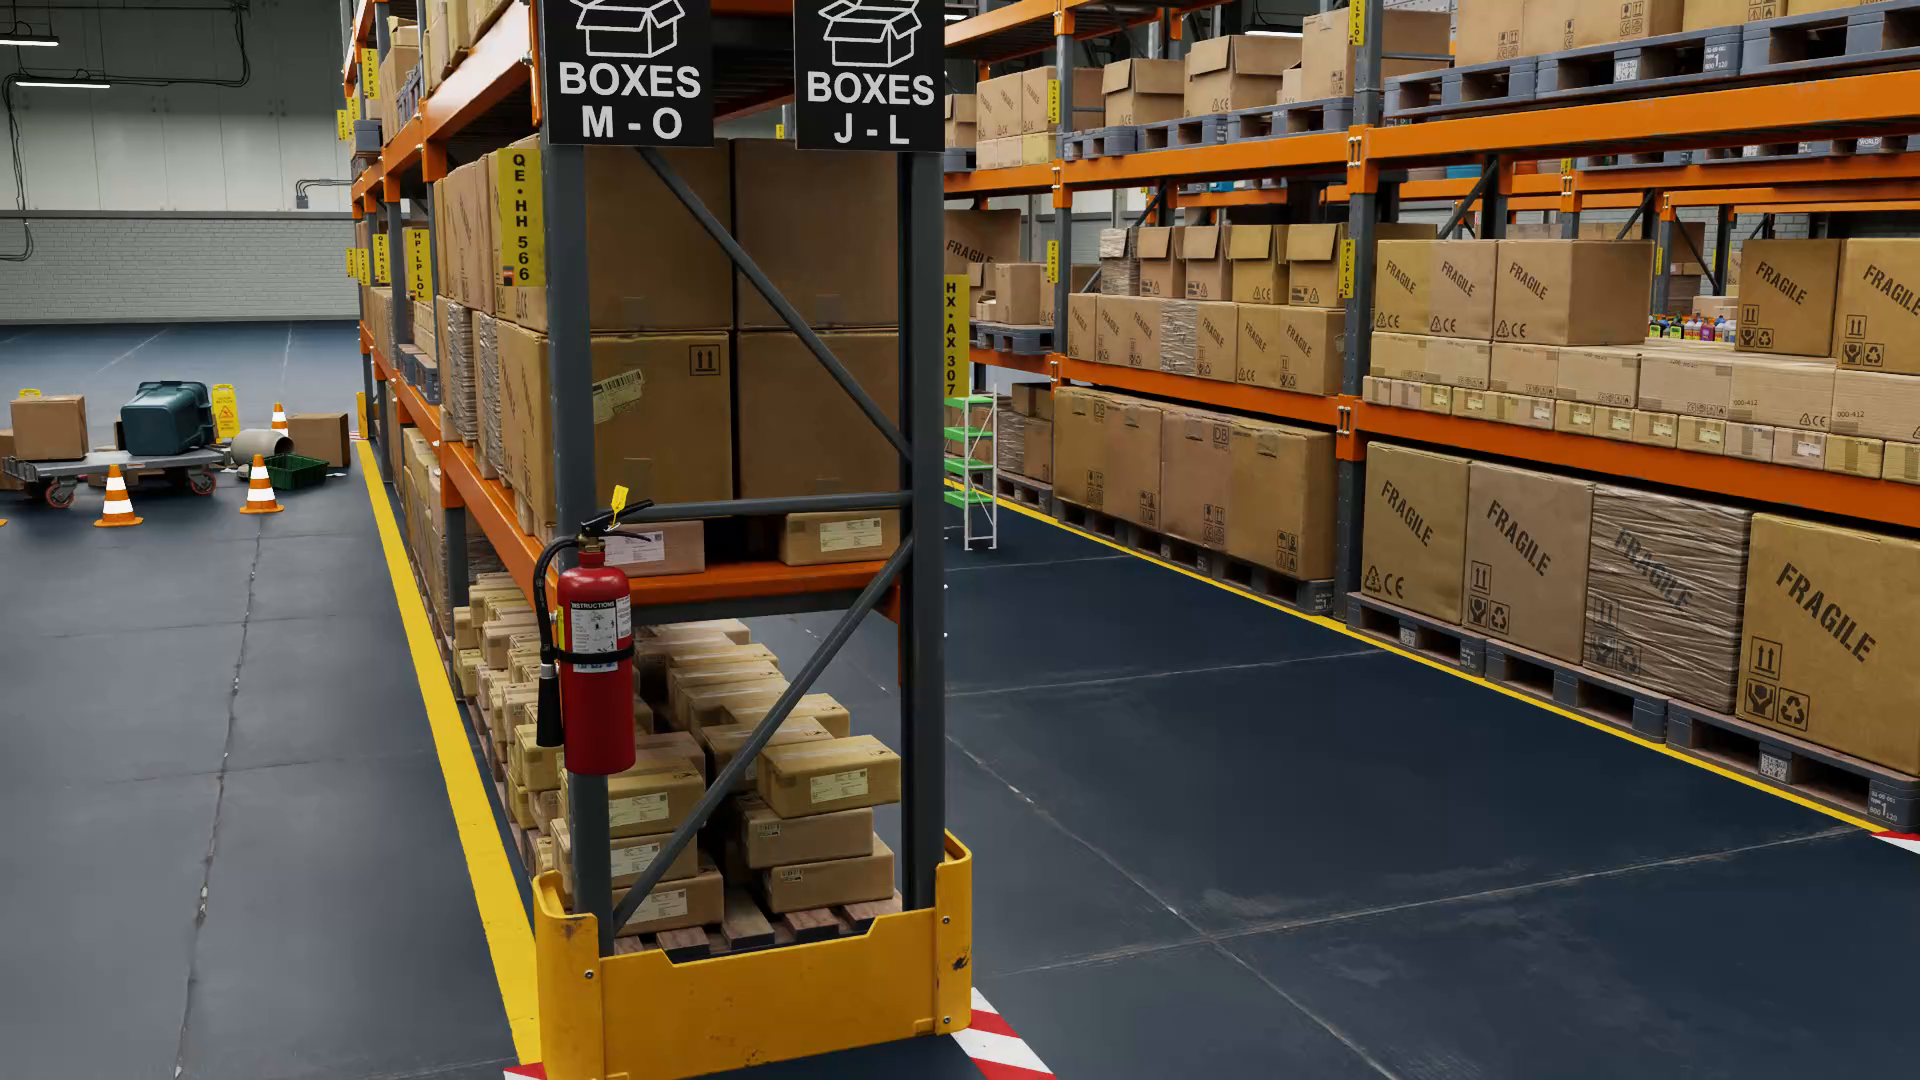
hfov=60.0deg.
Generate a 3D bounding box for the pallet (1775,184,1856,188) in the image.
[{"bbox_3d":[9.729,-3.983,18.222,1.003,0.211,1.213,-3,11,-18],"label":"pallet"}]

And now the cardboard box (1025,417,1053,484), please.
[{"bbox_3d":[0.971,-0.778,14.109,0.700,0.500,0.500,-5,11,-24],"label":"cardboard box"}]

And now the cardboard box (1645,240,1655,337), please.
[{"bbox_3d":[3.275,-1.333,8.784,0.500,0.500,0.500,-4,11,-20],"label":"cardboard box"}]

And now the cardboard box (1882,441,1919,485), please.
[{"bbox_3d":[3.695,-0.292,6.211,0.380,0.149,0.250,-4,11,-20],"label":"cardboard box"}]

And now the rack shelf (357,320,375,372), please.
[{"bbox_3d":[-5.601,-2.011,17.213,1.077,0.370,4.000,-4,11,-21],"label":"rack shelf"}]

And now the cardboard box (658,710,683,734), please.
[{"bbox_3d":[-0.873,0.700,6.011,0.380,0.149,0.250,-4,11,-24],"label":"cardboard box"}]

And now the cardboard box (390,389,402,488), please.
[{"bbox_3d":[-4.222,-0.884,14.051,1.050,0.750,0.750,-4,11,-21],"label":"cardboard box"}]

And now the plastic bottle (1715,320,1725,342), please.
[{"bbox_3d":[6.139,-1.634,13.411,0.097,0.271,0.097,0,10,0],"label":"plastic bottle"}]

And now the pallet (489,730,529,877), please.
[{"bbox_3d":[-1.255,0.947,6.493,1.003,0.211,1.213,-4,11,-21],"label":"pallet"}]

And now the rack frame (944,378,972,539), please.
[{"bbox_3d":[-0.028,-0.604,12.387,0.240,1.200,0.015,-4,11,-21],"label":"rack frame"}]

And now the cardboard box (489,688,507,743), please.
[{"bbox_3d":[-1.576,0.648,6.304,0.380,0.149,0.250,-4,11,-20],"label":"cardboard box"}]

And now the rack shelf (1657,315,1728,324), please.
[{"bbox_3d":[9.742,-2.284,18.750,1.077,0.370,4.000,-4,11,-21],"label":"rack shelf"}]

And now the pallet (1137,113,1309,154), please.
[{"bbox_3d":[1.923,-2.784,11.478,1.003,0.211,1.213,-3,11,-18],"label":"pallet"}]

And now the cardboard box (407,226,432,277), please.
[{"bbox_3d":[-3.581,-2.001,11.963,0.700,0.500,0.500,-4,11,-21],"label":"cardboard box"}]

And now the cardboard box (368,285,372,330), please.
[{"bbox_3d":[-5.613,-2.436,17.121,0.875,0.550,0.500,-4,11,-21],"label":"cardboard box"}]

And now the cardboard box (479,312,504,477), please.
[{"bbox_3d":[-1.305,-0.499,5.525,0.500,0.500,0.500,-4,11,-21],"label":"cardboard box"}]

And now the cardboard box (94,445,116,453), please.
[{"bbox_3d":[-8.546,-0.871,16.895,0.380,0.149,0.250,2,10,9],"label":"cardboard box"}]

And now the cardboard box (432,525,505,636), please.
[{"bbox_3d":[-2.481,0.187,8.745,0.500,0.500,0.500,-4,11,-22],"label":"cardboard box"}]

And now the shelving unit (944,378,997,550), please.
[{"bbox_3d":[0.060,-0.564,12.163,0.258,1.200,0.503,-4,11,-21],"label":"shelving unit"}]

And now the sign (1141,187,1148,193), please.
[{"bbox_3d":[2.435,-4.751,21.973,0.100,0.325,0.005,-4,11,-21],"label":"sign"}]

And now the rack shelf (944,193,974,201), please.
[{"bbox_3d":[-0.942,-3.786,18.627,1.077,0.370,4.000,-4,11,-21],"label":"rack shelf"}]

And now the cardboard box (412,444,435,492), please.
[{"bbox_3d":[-3.052,-0.439,10.117,0.500,0.250,0.500,-4,11,-20],"label":"cardboard box"}]

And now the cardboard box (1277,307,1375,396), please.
[{"bbox_3d":[2.258,-1.139,9.973,0.500,0.500,0.500,-4,11,-21],"label":"cardboard box"}]

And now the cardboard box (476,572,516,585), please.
[{"bbox_3d":[-2.046,0.241,7.744,0.380,0.149,0.250,-3,11,-19],"label":"cardboard box"}]

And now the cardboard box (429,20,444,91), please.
[{"bbox_3d":[-1.866,-1.962,6.749,0.500,0.250,0.500,-4,11,-22],"label":"cardboard box"}]

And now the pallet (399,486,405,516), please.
[{"bbox_3d":[-4.081,-0.345,13.756,1.003,0.211,1.213,-4,11,-21],"label":"pallet"}]

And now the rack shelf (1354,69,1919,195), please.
[{"bbox_3d":[3.407,-1.827,7.616,1.077,0.370,4.000,-4,11,-21],"label":"rack shelf"}]

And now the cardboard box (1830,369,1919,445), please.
[{"bbox_3d":[3.708,-0.513,6.317,0.500,0.250,0.500,-4,11,-22],"label":"cardboard box"}]

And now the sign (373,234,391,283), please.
[{"bbox_3d":[-3.943,-1.920,11.342,0.100,0.325,0.005,-4,11,-21],"label":"sign"}]

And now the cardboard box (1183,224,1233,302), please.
[{"bbox_3d":[1.965,-1.891,11.336,0.797,0.503,0.637,-4,11,-19],"label":"cardboard box"}]

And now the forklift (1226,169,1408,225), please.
[{"bbox_3d":[2.921,-1.792,14.128,1.130,2.935,3.031,-4,11,-20],"label":"forklift"}]

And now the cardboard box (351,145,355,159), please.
[{"bbox_3d":[-6.225,-4.100,17.574,0.380,0.149,0.250,-4,11,-20],"label":"cardboard box"}]

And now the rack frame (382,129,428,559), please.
[{"bbox_3d":[-3.427,-1.386,11.644,1.000,3.000,0.127,-4,11,-21],"label":"rack frame"}]

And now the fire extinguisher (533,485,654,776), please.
[{"bbox_3d":[-0.867,0.212,3.947,0.296,0.674,0.183,-4,11,-21],"label":"fire extinguisher"}]

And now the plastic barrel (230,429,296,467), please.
[{"bbox_3d":[-6.717,-0.858,16.034,0.512,0.421,0.421,3,11,18],"label":"plastic barrel"}]

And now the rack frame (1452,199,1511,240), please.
[{"bbox_3d":[7.568,-3.618,24.193,1.000,3.000,0.127,-4,11,-21],"label":"rack frame"}]

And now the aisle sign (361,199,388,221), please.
[{"bbox_3d":[-6.632,-3.964,18.716,0.394,0.787,0.004,-4,11,-21],"label":"aisle sign"}]

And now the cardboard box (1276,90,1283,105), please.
[{"bbox_3d":[2.282,-2.843,10.793,0.380,0.149,0.250,-4,11,-23],"label":"cardboard box"}]

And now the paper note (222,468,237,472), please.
[{"bbox_3d":[-7.074,-0.678,16.169,0.172,0.023,0.155,0,10,-1],"label":"paper note"}]

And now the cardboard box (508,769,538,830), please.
[{"bbox_3d":[-1.369,0.883,5.831,0.380,0.149,0.250,-4,11,-23],"label":"cardboard box"}]

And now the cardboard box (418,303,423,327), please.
[{"bbox_3d":[-3.239,-1.436,10.596,0.380,0.149,0.250,-4,11,-23],"label":"cardboard box"}]

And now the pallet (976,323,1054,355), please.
[{"bbox_3d":[0.875,-1.699,13.954,1.213,0.211,1.003,-4,11,-21],"label":"pallet"}]

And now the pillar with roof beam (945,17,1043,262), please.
[{"bbox_3d":[-1.640,-11.450,51.097,9.100,9.000,0.548,-4,11,-21],"label":"pillar with roof beam"}]

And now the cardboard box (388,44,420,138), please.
[{"bbox_3d":[-3.094,-2.639,9.840,0.500,0.500,0.500,-4,11,-21],"label":"cardboard box"}]

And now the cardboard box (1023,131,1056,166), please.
[{"bbox_3d":[0.831,-3.149,13.420,0.500,0.250,0.500,-4,11,-21],"label":"cardboard box"}]

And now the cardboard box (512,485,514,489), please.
[{"bbox_3d":[-1.406,-0.249,5.975,0.380,0.149,0.250,-4,11,-20],"label":"cardboard box"}]

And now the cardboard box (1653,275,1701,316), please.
[{"bbox_3d":[8.850,-3.086,20.919,0.700,0.500,0.500,-4,11,-22],"label":"cardboard box"}]

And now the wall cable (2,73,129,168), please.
[{"bbox_3d":[-24.301,-11.419,45.365,3.097,2.526,0.112,-4,11,-21],"label":"wall cable"}]

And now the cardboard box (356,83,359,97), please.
[{"bbox_3d":[-5.306,-4.080,15.181,0.380,0.149,0.250,-4,11,-21],"label":"cardboard box"}]

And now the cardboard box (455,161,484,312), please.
[{"bbox_3d":[-1.501,-1.080,5.935,0.500,0.500,0.500,-4,11,-23],"label":"cardboard box"}]

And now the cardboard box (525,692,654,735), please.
[{"bbox_3d":[-1.241,0.629,5.563,0.380,0.149,0.250,-4,11,-23],"label":"cardboard box"}]

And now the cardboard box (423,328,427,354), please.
[{"bbox_3d":[-3.159,-1.251,10.406,0.380,0.149,0.250,-3,11,-18],"label":"cardboard box"}]

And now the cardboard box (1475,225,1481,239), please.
[{"bbox_3d":[7.744,-4.220,23.589,0.700,0.500,0.500,-4,11,-21],"label":"cardboard box"}]

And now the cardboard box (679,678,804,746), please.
[{"bbox_3d":[-0.752,0.595,5.751,0.380,0.149,0.250,-4,11,-24],"label":"cardboard box"}]

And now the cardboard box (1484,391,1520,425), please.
[{"bbox_3d":[2.860,-0.667,8.324,0.380,0.149,0.250,-4,11,-22],"label":"cardboard box"}]
